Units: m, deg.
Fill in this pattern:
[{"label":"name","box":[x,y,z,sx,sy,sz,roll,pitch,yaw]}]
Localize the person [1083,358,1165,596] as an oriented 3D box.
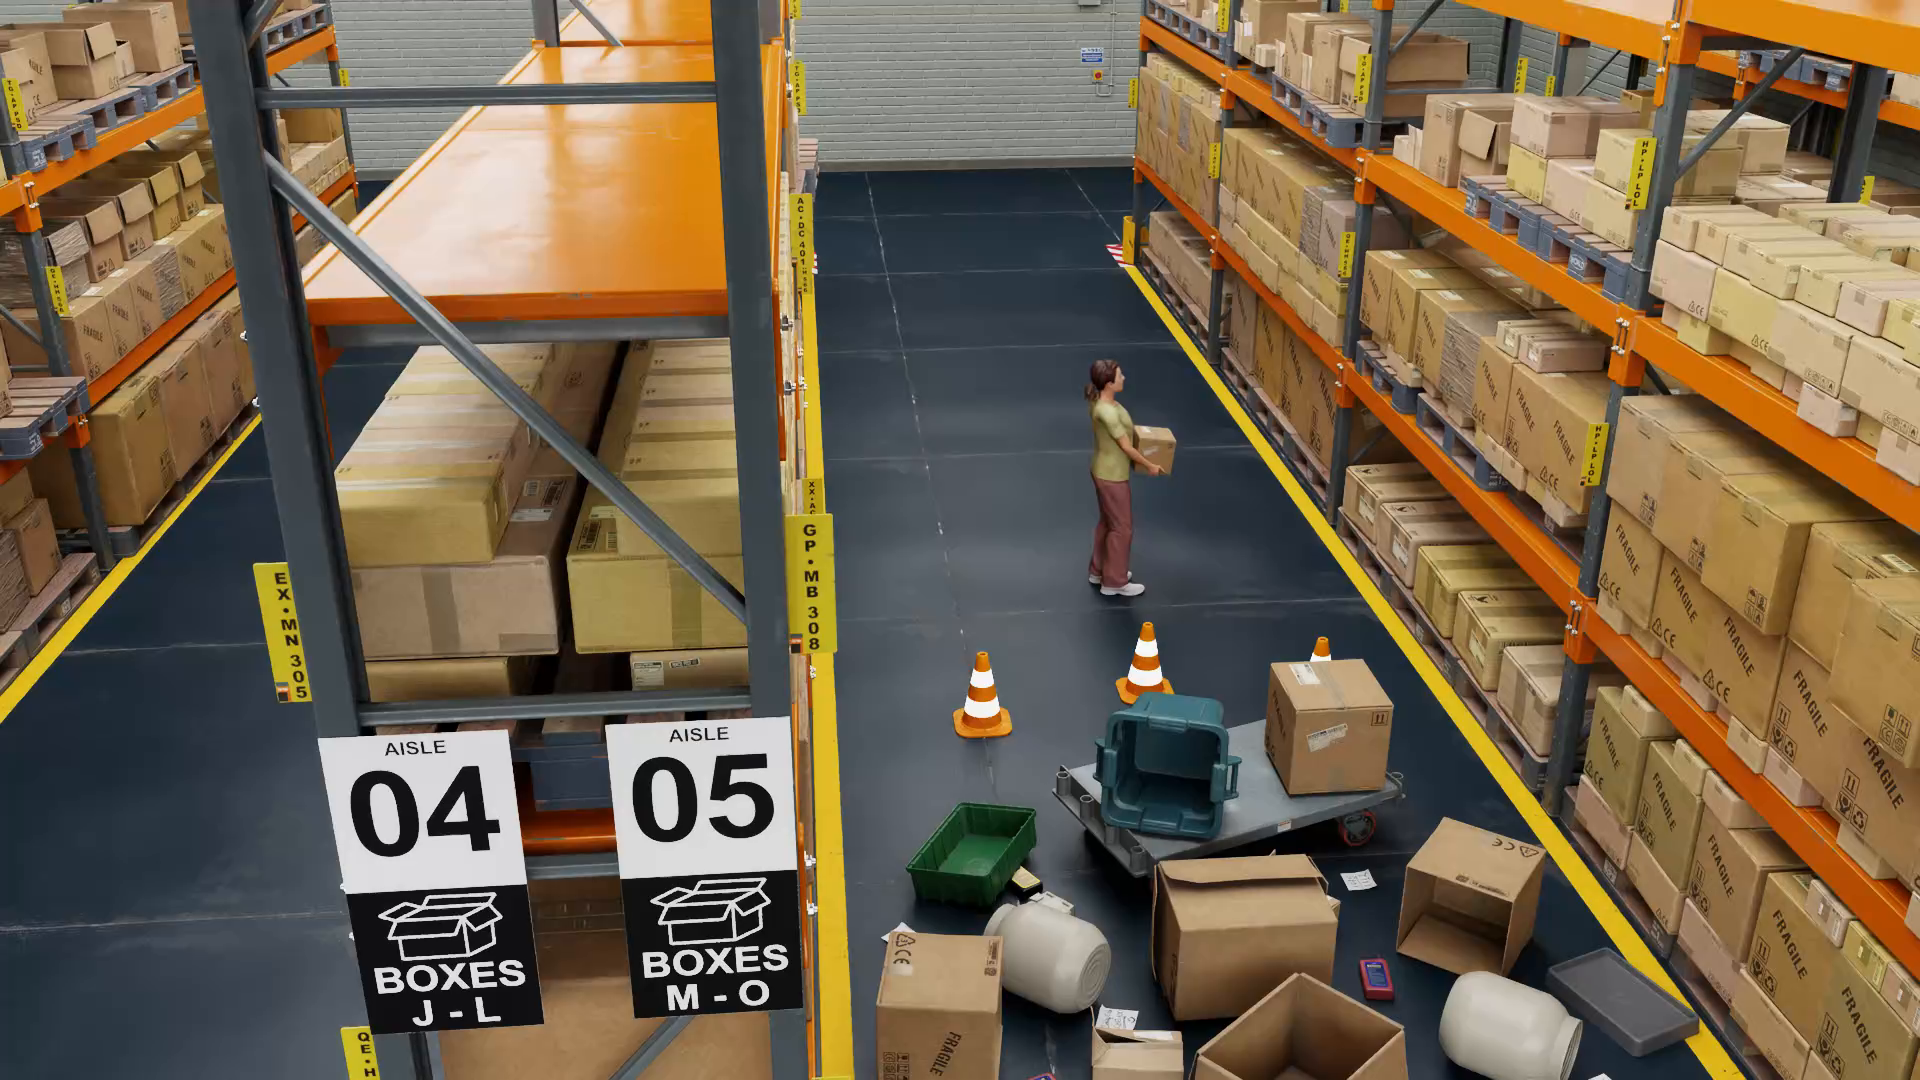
[{"label":"person","box":[1.093,-0.432,11.305,0.553,1.663,0.425,-2,24,-4]}]
